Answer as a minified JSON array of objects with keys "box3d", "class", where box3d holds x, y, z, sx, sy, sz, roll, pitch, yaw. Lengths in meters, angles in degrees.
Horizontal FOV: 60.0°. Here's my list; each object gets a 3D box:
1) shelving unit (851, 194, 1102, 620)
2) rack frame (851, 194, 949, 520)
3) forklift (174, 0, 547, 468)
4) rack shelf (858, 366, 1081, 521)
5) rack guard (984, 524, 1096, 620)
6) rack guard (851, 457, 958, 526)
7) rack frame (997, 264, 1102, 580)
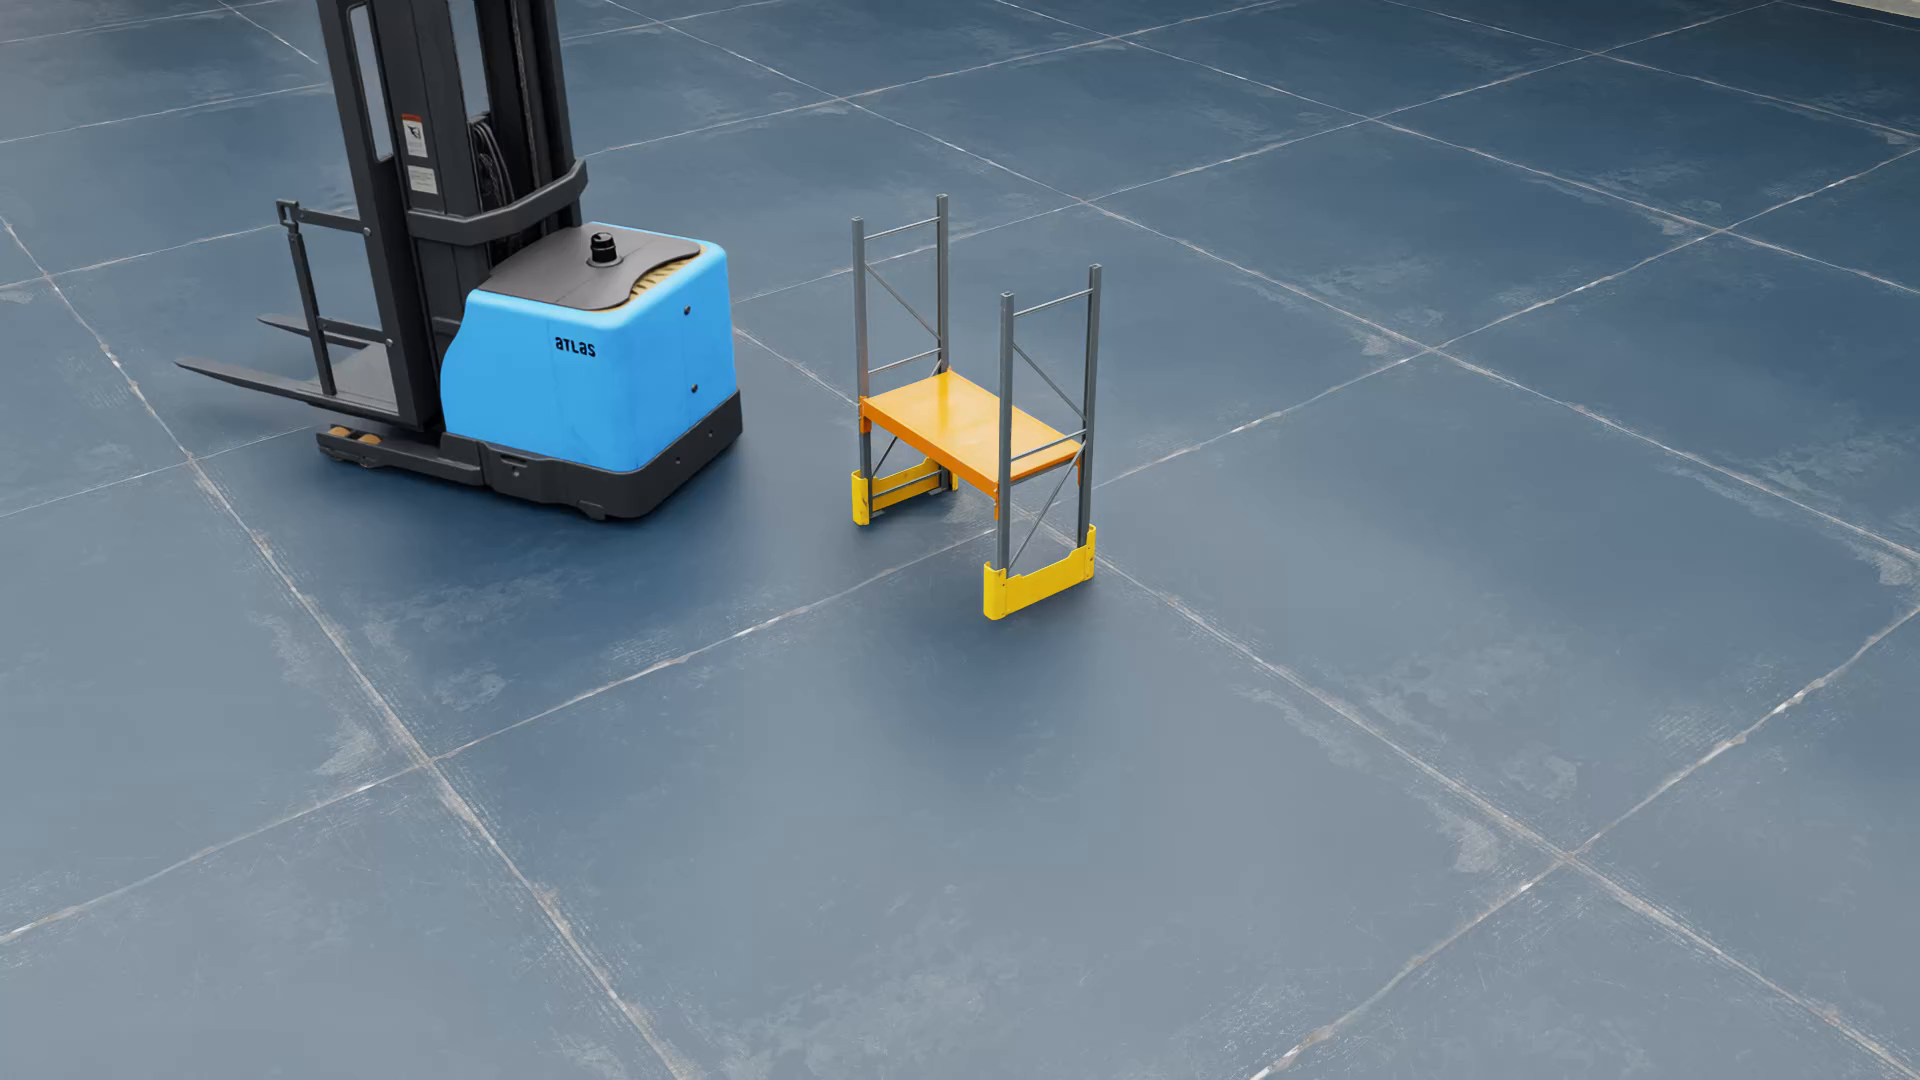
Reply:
[{"box3d":[0.047,-0.605,7.303,0.587,1.500,1.083,-22,38,-31],"class":"shelving unit"},{"box3d":[-0.259,-0.813,7.638,0.500,1.500,0.032,-22,38,-31],"class":"rack frame"},{"box3d":[-2.673,-1.846,7.944,3.031,2.935,1.121,13,34,20],"class":"forklift"},{"box3d":[0.052,-0.449,7.392,0.538,0.185,1.000,-22,38,-31],"class":"rack shelf"},{"box3d":[0.352,0.133,7.299,0.587,0.250,0.087,-22,38,-31],"class":"rack guard"},{"box3d":[-0.259,-0.282,7.967,0.587,0.250,0.087,-22,38,-31],"class":"rack guard"},{"box3d":[0.364,-0.390,6.956,0.500,1.500,0.032,-22,38,-31],"class":"rack frame"}]
